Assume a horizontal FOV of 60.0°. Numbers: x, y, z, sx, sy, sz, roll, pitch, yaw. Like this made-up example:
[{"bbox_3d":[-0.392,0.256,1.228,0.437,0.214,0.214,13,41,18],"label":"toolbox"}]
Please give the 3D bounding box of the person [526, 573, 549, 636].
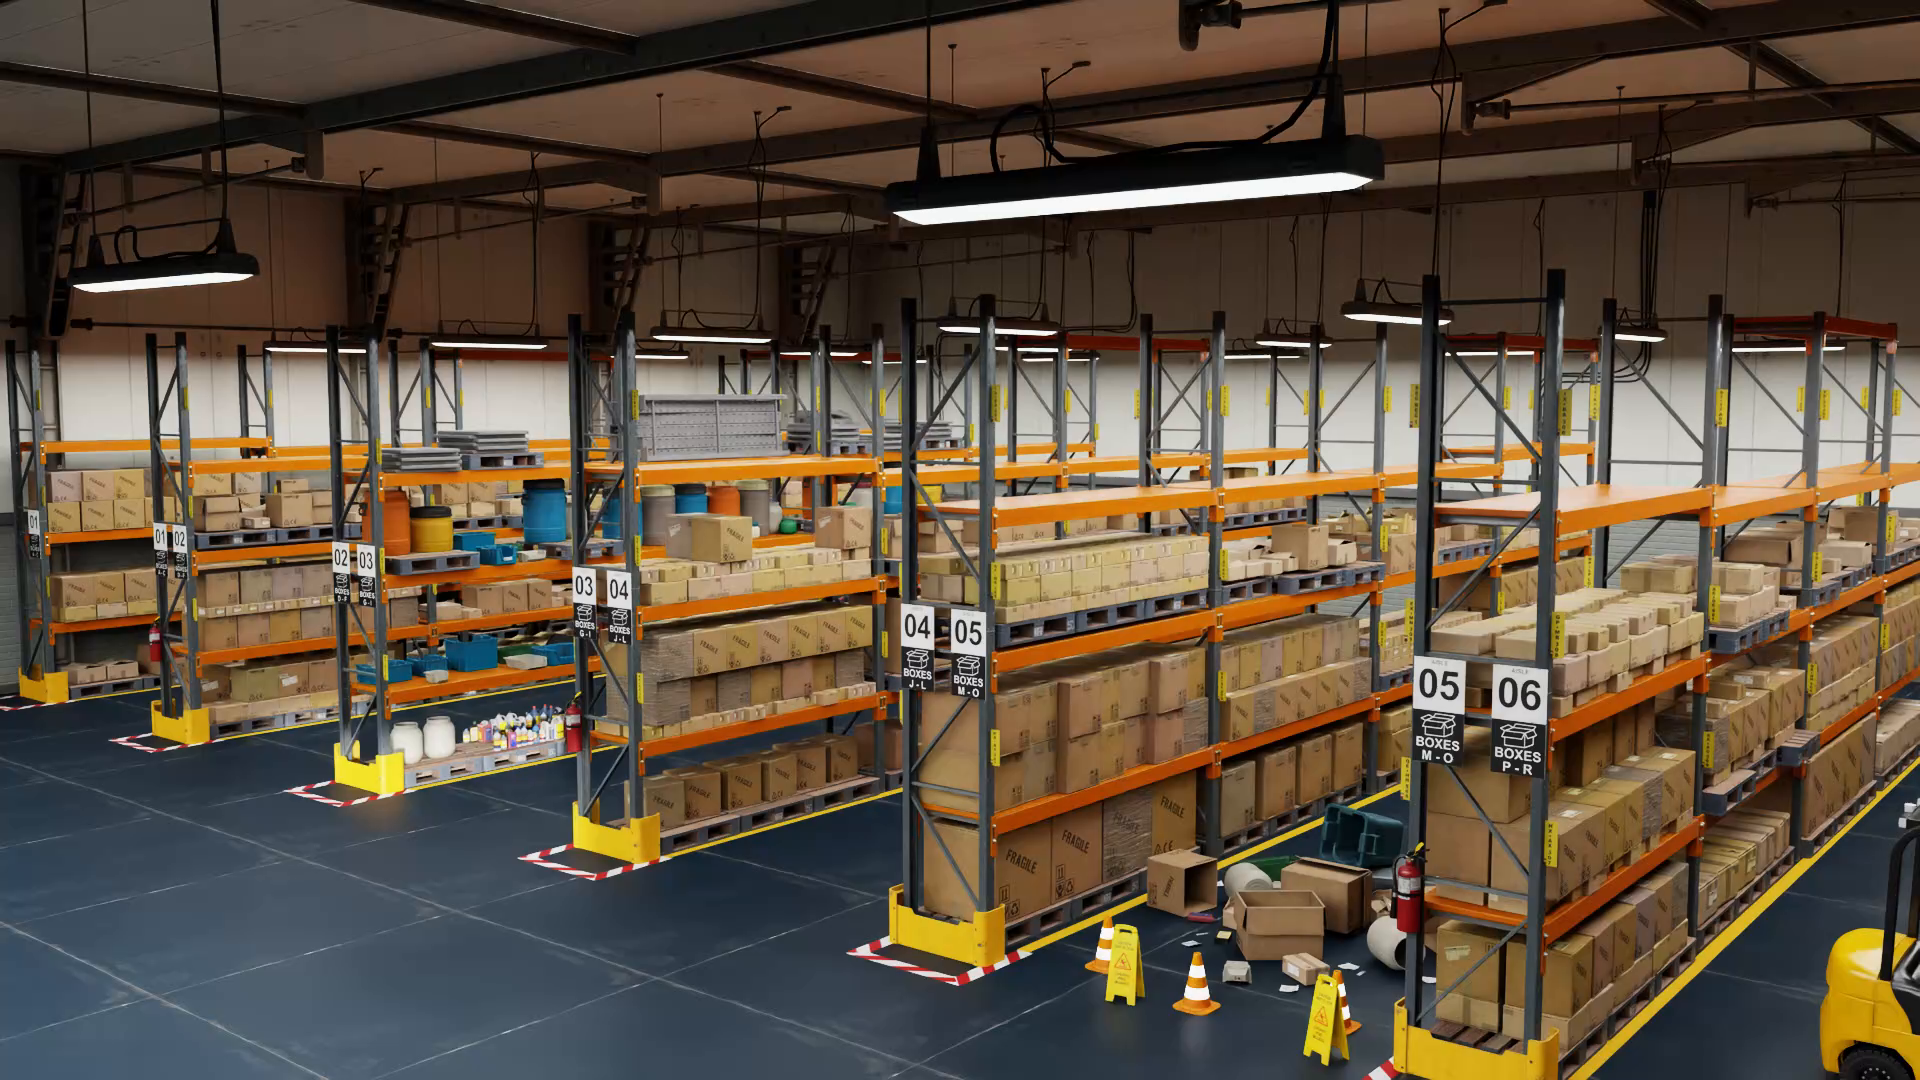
[{"bbox_3d":[-8.128,1.403,32.237,0.675,1.757,0.725,3,6,27],"label":"person"}]
